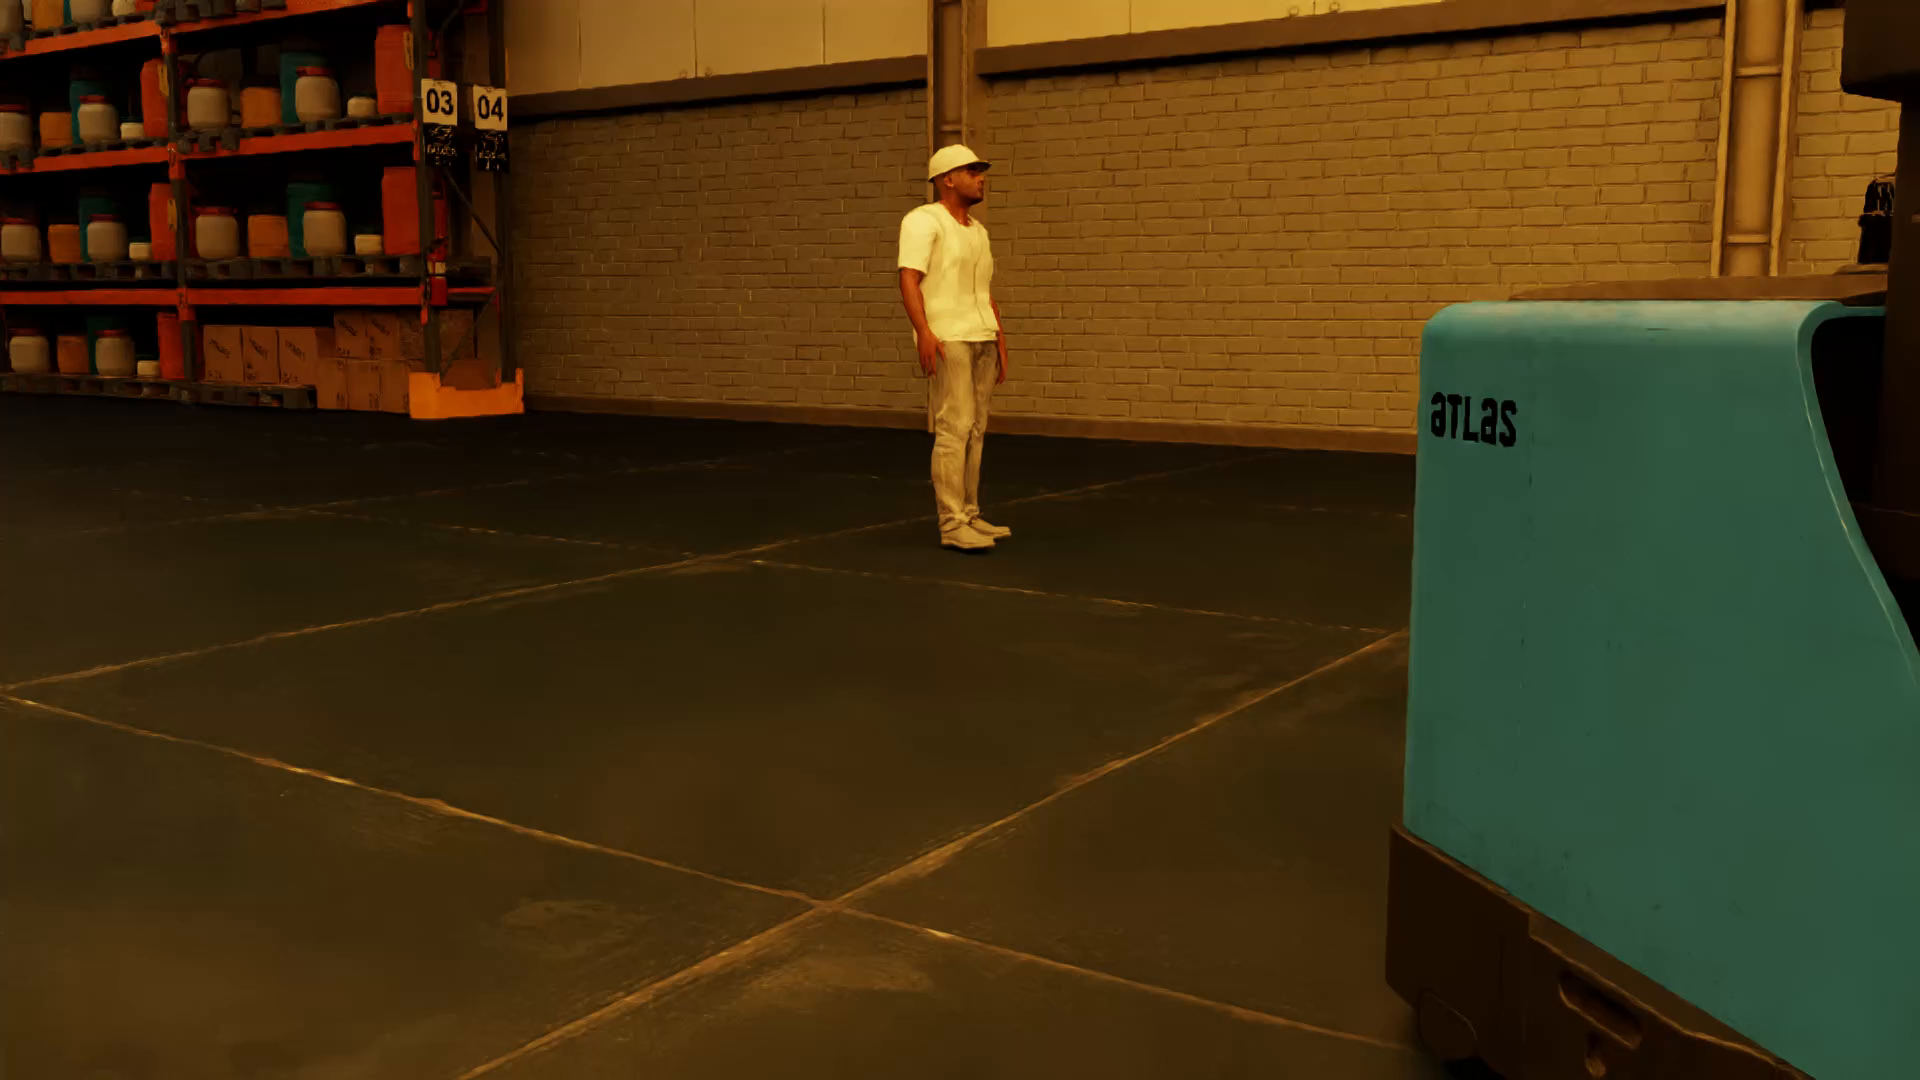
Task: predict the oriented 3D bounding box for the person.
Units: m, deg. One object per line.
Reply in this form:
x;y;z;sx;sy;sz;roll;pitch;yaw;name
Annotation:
0.055;-0.875;7.435;0.576;1.766;0.665;5;10;34;person

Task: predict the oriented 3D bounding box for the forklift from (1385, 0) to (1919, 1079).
1.488;-0.544;1.019;1.130;2.935;3.031;-2;8;-14;forklift
